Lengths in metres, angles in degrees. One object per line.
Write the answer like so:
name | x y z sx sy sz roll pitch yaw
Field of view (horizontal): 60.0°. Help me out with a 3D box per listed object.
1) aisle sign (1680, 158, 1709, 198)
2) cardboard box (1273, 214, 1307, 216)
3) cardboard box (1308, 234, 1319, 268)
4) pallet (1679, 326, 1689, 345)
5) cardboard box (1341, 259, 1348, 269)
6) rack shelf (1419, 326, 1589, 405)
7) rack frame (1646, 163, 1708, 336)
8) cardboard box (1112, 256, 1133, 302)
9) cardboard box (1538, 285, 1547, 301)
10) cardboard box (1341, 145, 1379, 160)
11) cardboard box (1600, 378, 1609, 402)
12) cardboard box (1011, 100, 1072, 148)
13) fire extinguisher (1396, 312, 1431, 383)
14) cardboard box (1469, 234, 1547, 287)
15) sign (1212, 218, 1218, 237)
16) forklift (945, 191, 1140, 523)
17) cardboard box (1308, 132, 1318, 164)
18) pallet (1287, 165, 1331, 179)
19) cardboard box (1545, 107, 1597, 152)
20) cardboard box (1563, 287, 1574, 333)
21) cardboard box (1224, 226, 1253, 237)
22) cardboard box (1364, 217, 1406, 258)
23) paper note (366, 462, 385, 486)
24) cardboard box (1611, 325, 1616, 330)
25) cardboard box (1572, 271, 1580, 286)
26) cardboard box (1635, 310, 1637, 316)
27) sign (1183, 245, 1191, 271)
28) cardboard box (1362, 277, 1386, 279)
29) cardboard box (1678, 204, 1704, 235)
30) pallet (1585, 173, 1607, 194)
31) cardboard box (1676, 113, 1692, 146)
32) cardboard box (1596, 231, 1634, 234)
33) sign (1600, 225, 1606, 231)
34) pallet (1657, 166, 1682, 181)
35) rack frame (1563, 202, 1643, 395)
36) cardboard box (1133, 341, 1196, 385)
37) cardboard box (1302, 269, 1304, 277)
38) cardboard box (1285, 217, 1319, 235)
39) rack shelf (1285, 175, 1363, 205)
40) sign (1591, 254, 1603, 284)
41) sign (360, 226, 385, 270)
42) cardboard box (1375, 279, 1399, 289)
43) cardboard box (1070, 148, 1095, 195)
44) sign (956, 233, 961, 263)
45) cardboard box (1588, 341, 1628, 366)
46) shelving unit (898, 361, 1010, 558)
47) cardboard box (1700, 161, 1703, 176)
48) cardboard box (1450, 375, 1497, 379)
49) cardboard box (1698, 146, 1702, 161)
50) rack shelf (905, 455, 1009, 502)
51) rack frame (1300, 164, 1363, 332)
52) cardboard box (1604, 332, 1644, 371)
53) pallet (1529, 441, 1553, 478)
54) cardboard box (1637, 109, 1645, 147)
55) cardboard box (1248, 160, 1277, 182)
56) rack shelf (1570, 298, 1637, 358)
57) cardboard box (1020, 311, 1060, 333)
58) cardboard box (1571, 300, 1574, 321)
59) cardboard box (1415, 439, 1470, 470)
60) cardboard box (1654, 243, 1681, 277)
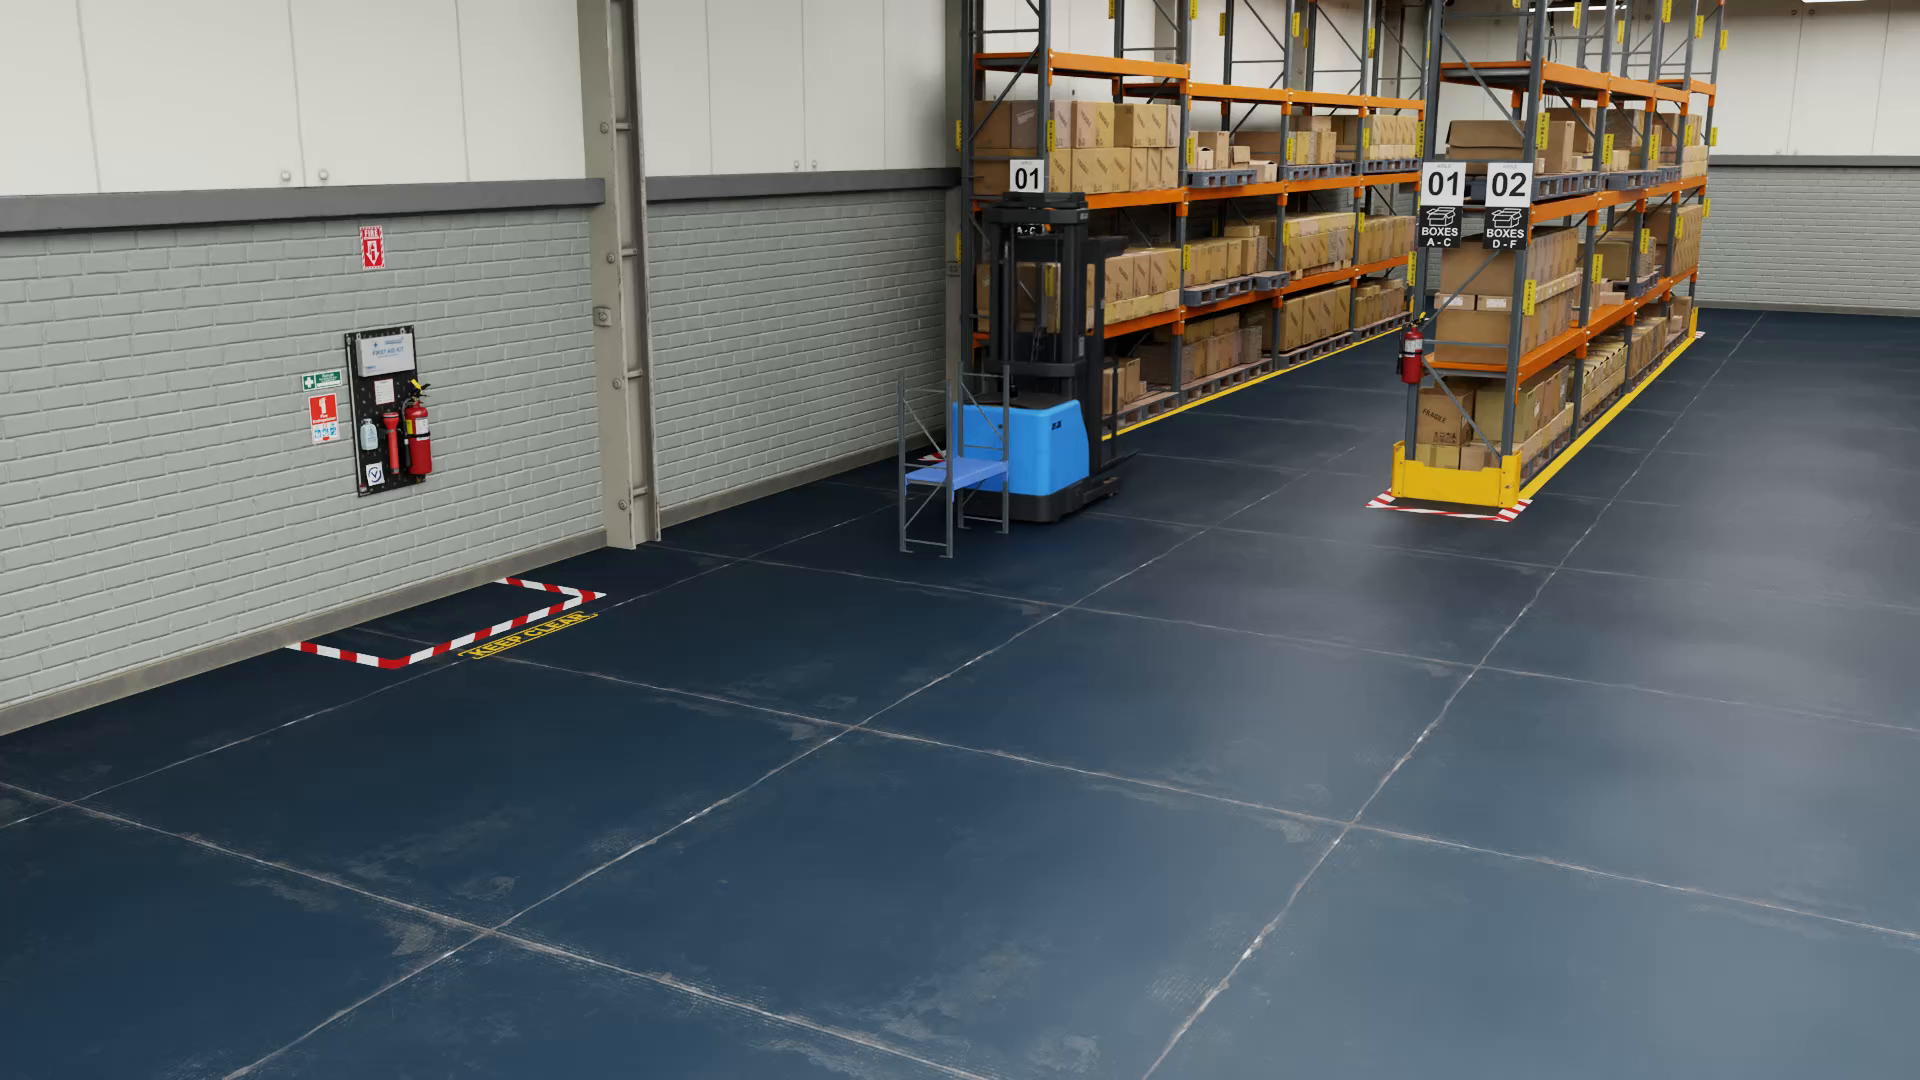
aisle sign | 12.854 -6.389 29.088 0.394 0.787 0.004 7 15 28
cardboard box | 5.346 -5.177 27.116 0.500 0.250 0.500 7 15 26
cardboard box | 5.309 -4.547 26.102 0.500 0.500 0.500 7 15 28
pallet | 12.132 -3.611 29.062 1.003 0.211 1.213 7 15 28
cardboard box | 6.264 -4.617 27.780 0.380 0.149 0.250 8 16 29
rack shelf | 5.785 -1.924 17.649 1.077 0.370 4.000 7 15 28
rack frame | 12.553 -5.146 29.478 1.000 3.000 0.127 7 15 28
cardboard box | 1.716 -3.102 19.677 0.500 0.500 0.500 8 16 30
cardboard box | 5.818 -2.548 17.104 0.380 0.149 0.250 7 15 27
cardboard box | 6.846 -6.636 28.468 0.500 0.250 0.500 7 15 28
cardboard box | 7.907 -1.922 21.075 0.500 0.250 0.500 8 16 29
cardboard box | 0.879 -4.478 17.918 0.500 0.500 0.500 6 15 24
fire extinguisher | 4.355 -1.854 15.989 0.296 0.674 0.183 7 15 28
cardboard box | 5.573 -2.860 17.014 0.700 0.500 0.500 7 15 28
sign | 3.860 -4.690 25.118 0.100 0.325 0.005 7 15 28
forklift | 0.951 -1.878 16.071 1.130 2.935 3.031 6 15 25
cardboard box | 5.249 -6.221 26.387 0.700 0.500 0.500 7 15 28
pallet | 5.151 -5.799 26.192 1.003 0.211 1.213 8 16 31
cardboard box | 7.085 -4.760 19.302 0.500 0.500 0.500 8 15 29
cardboard box | 6.543 -2.641 18.874 0.700 0.500 0.500 7 15 27
cardboard box | 4.065 -4.501 24.267 0.380 0.149 0.250 5 14 19
cardboard box | 7.635 -5.596 30.705 0.980 0.700 0.700 7 15 28
paper note | -4.213 -0.475 11.983 0.016 0.148 0.142 7 15 28
cardboard box | 9.431 -2.936 24.708 0.500 0.500 0.500 7 15 26
cardboard box | 6.808 -2.968 18.846 0.380 0.149 0.250 7 15 28
cardboard box | 10.647 -3.473 26.934 0.500 0.500 0.500 7 15 28
sign | 2.893 -3.605 21.241 0.100 0.325 0.005 7 15 28
cardboard box | 7.850 -4.904 31.529 0.380 0.149 0.250 7 15 28
cardboard box | 12.579 -5.558 28.841 0.500 0.500 0.500 7 15 28
pallet | 7.167 -4.232 19.694 0.805 0.209 1.217 7 15 26
cardboard box | 11.187 -6.509 26.385 0.700 0.500 0.500 7 15 28
cardboard box | 10.195 -4.506 25.715 0.700 0.500 0.500 2 14 9
sign | 10.141 -4.806 26.221 0.100 0.325 0.005 7 15 28
pallet | 10.243 -5.566 25.223 1.213 0.211 1.003 7 15 28
rack frame | 8.686 -3.505 22.670 1.000 3.000 0.127 7 15 28
cardboard box | 2.755 -2.396 22.467 0.700 0.500 0.500 8 16 30
cardboard box | 5.173 -4.209 26.087 0.380 0.149 0.250 8 16 29
cardboard box | 5.290 -4.910 26.009 0.500 0.250 0.500 7 15 28
rack shelf | 5.315 -5.584 26.430 1.077 0.370 4.000 7 15 28
sign | 7.239 -3.081 18.896 0.100 0.325 0.005 7 15 28
sign | -4.158 -2.068 11.766 0.001 0.298 0.199 7 15 28
cardboard box | 7.939 -4.756 30.915 0.380 0.149 0.250 8 16 30
cardboard box | 1.152 -4.087 18.429 0.500 0.500 0.500 9 16 32
sign | 0.004 -3.207 18.292 0.100 0.325 0.005 7 15 28
cardboard box | 8.648 -2.509 22.316 0.500 0.311 0.500 8 16 30
shelving unit | -0.041 -0.712 14.285 0.538 1.500 1.048 7 15 28
cardboard box | 12.284 -6.295 28.163 0.500 0.250 0.500 7 15 28
cardboard box | 5.531 -1.548 17.926 0.500 0.500 0.500 7 15 28
cardboard box | 12.042 -6.435 27.679 0.500 0.250 0.500 7 15 28
rack shelf | -0.041 -0.537 14.327 0.538 0.185 1.000 7 15 28
rack frame | 6.281 -4.886 28.399 1.000 3.000 0.127 7 15 28
cardboard box | 9.404 -2.672 23.613 0.500 0.500 0.500 7 15 26
pallet | 5.742 -0.919 17.894 1.003 0.211 1.213 7 15 28
cardboard box | 9.149 -5.691 22.992 0.500 0.500 0.500 7 15 28
cardboard box | 4.236 -5.311 23.912 0.500 0.311 0.500 7 15 28
rack shelf | 7.719 -2.745 21.053 1.077 0.370 4.000 7 15 28
cardboard box | 0.994 -2.425 18.468 0.500 0.250 0.500 7 15 26
cardboard box | 6.952 -2.717 19.723 0.500 0.250 0.500 9 16 32
cardboard box | 4.819 -0.874 16.731 0.500 0.250 0.500 7 15 28
cardboard box | 11.104 -4.448 26.368 0.500 0.500 0.500 8 16 30
